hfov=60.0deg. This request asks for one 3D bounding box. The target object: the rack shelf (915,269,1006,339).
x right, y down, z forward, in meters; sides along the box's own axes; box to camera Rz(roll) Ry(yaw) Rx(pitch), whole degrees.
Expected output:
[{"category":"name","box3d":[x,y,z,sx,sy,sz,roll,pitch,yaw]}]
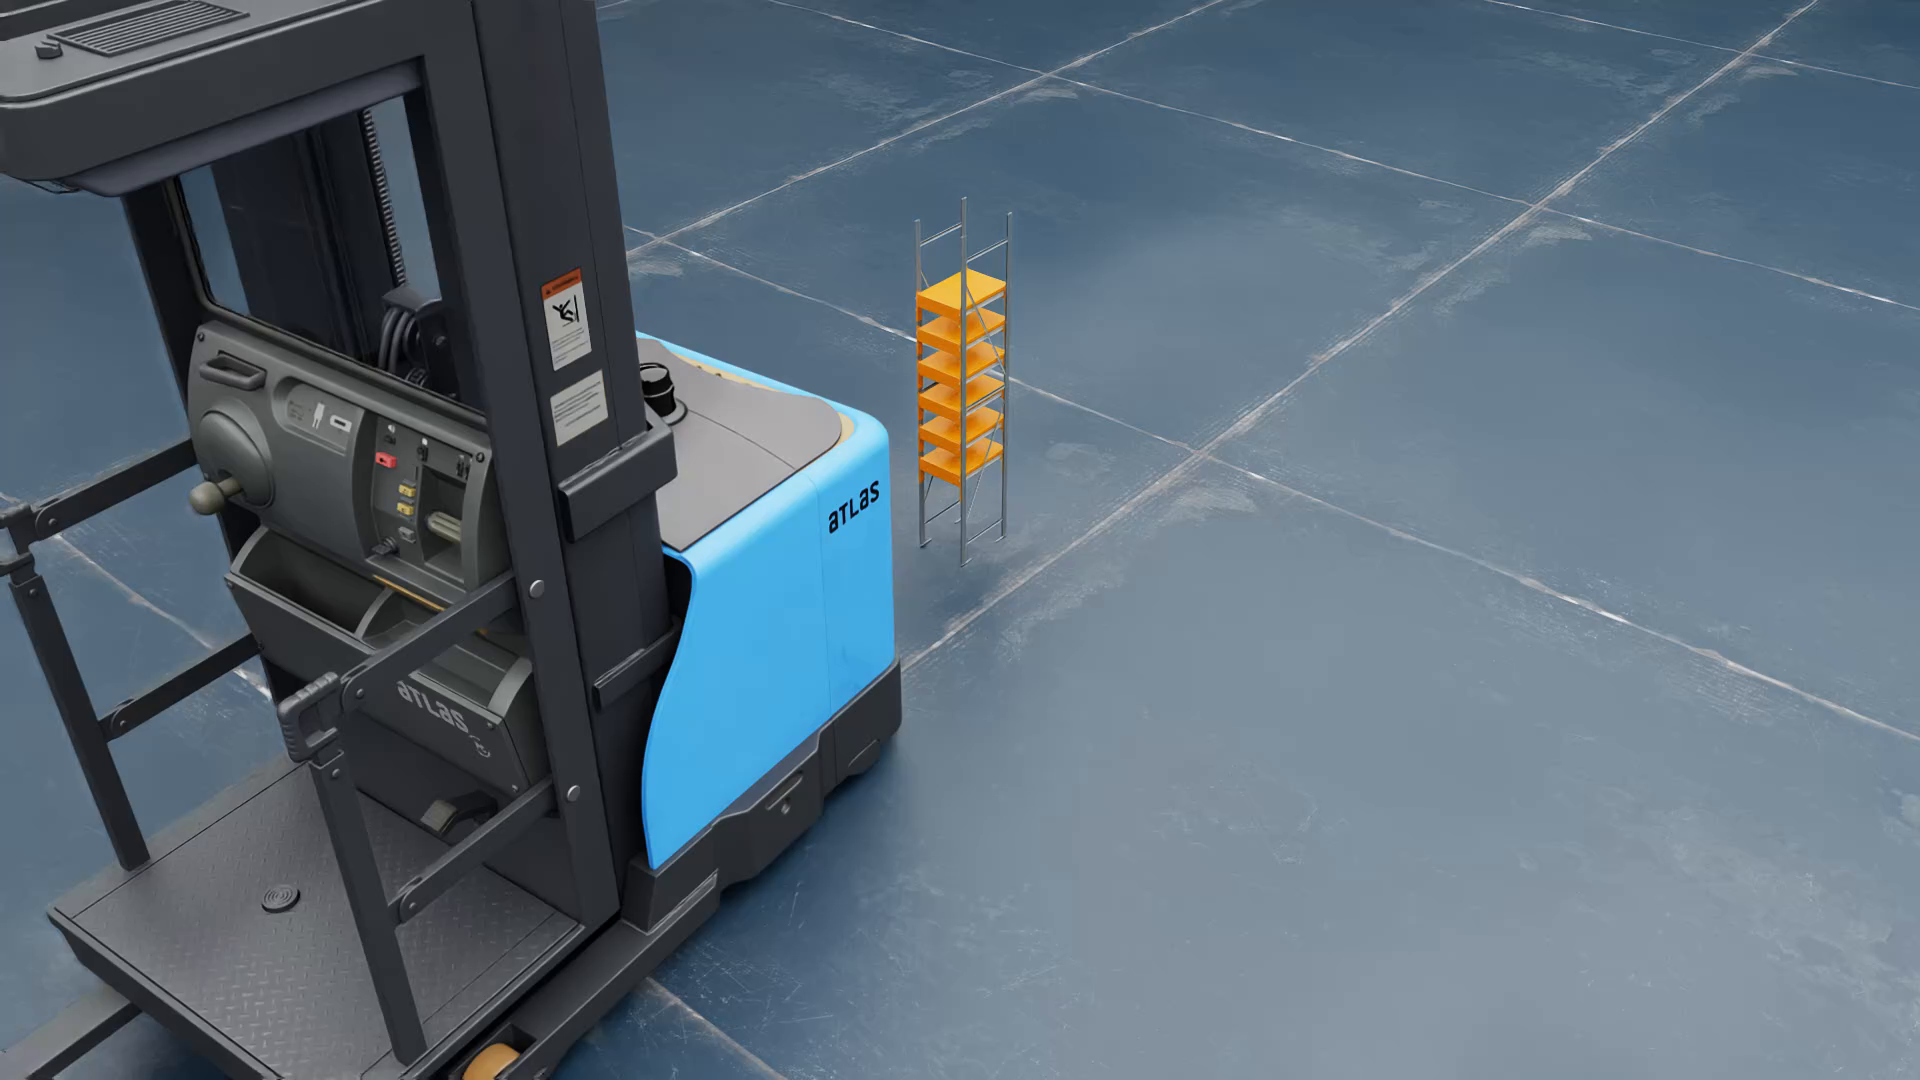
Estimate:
[{"category":"rack shelf","box3d":[0.011,-0.749,5.224,0.180,0.103,0.258,25,42,32]}]

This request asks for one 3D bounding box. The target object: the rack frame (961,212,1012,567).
[{"category":"rack frame","box3d":[0.081,-0.456,5.354,0.006,1.200,0.240,25,42,32]}]

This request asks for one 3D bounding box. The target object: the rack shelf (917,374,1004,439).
[{"category":"rack shelf","box3d":[0.011,-0.453,5.428,0.180,0.103,0.258,25,42,32]}]

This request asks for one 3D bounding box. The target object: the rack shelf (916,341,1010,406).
[{"category":"rack shelf","box3d":[0.011,-0.552,5.360,0.180,0.103,0.258,25,42,32]}]

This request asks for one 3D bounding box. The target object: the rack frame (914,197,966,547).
[{"category":"rack frame","box3d":[-0.059,-0.523,5.451,0.006,1.200,0.240,25,42,32]}]

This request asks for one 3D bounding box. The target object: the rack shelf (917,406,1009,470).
[{"category":"rack shelf","box3d":[0.011,-0.354,5.496,0.180,0.103,0.258,25,42,32]}]

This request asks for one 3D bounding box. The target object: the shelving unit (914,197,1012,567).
[{"category":"shelving unit","box3d":[0.011,-0.489,5.403,0.189,1.200,0.258,25,42,32]}]

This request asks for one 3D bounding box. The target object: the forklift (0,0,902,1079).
[{"category":"forklift","box3d":[-1.420,-0.103,3.311,1.130,2.935,3.031,21,40,28]}]

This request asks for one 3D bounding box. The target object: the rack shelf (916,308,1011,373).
[{"category":"rack shelf","box3d":[0.011,-0.651,5.292,0.180,0.103,0.258,25,42,32]}]

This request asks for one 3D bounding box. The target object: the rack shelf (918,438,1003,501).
[{"category":"rack shelf","box3d":[0.011,-0.255,5.564,0.180,0.103,0.258,25,42,32]}]
